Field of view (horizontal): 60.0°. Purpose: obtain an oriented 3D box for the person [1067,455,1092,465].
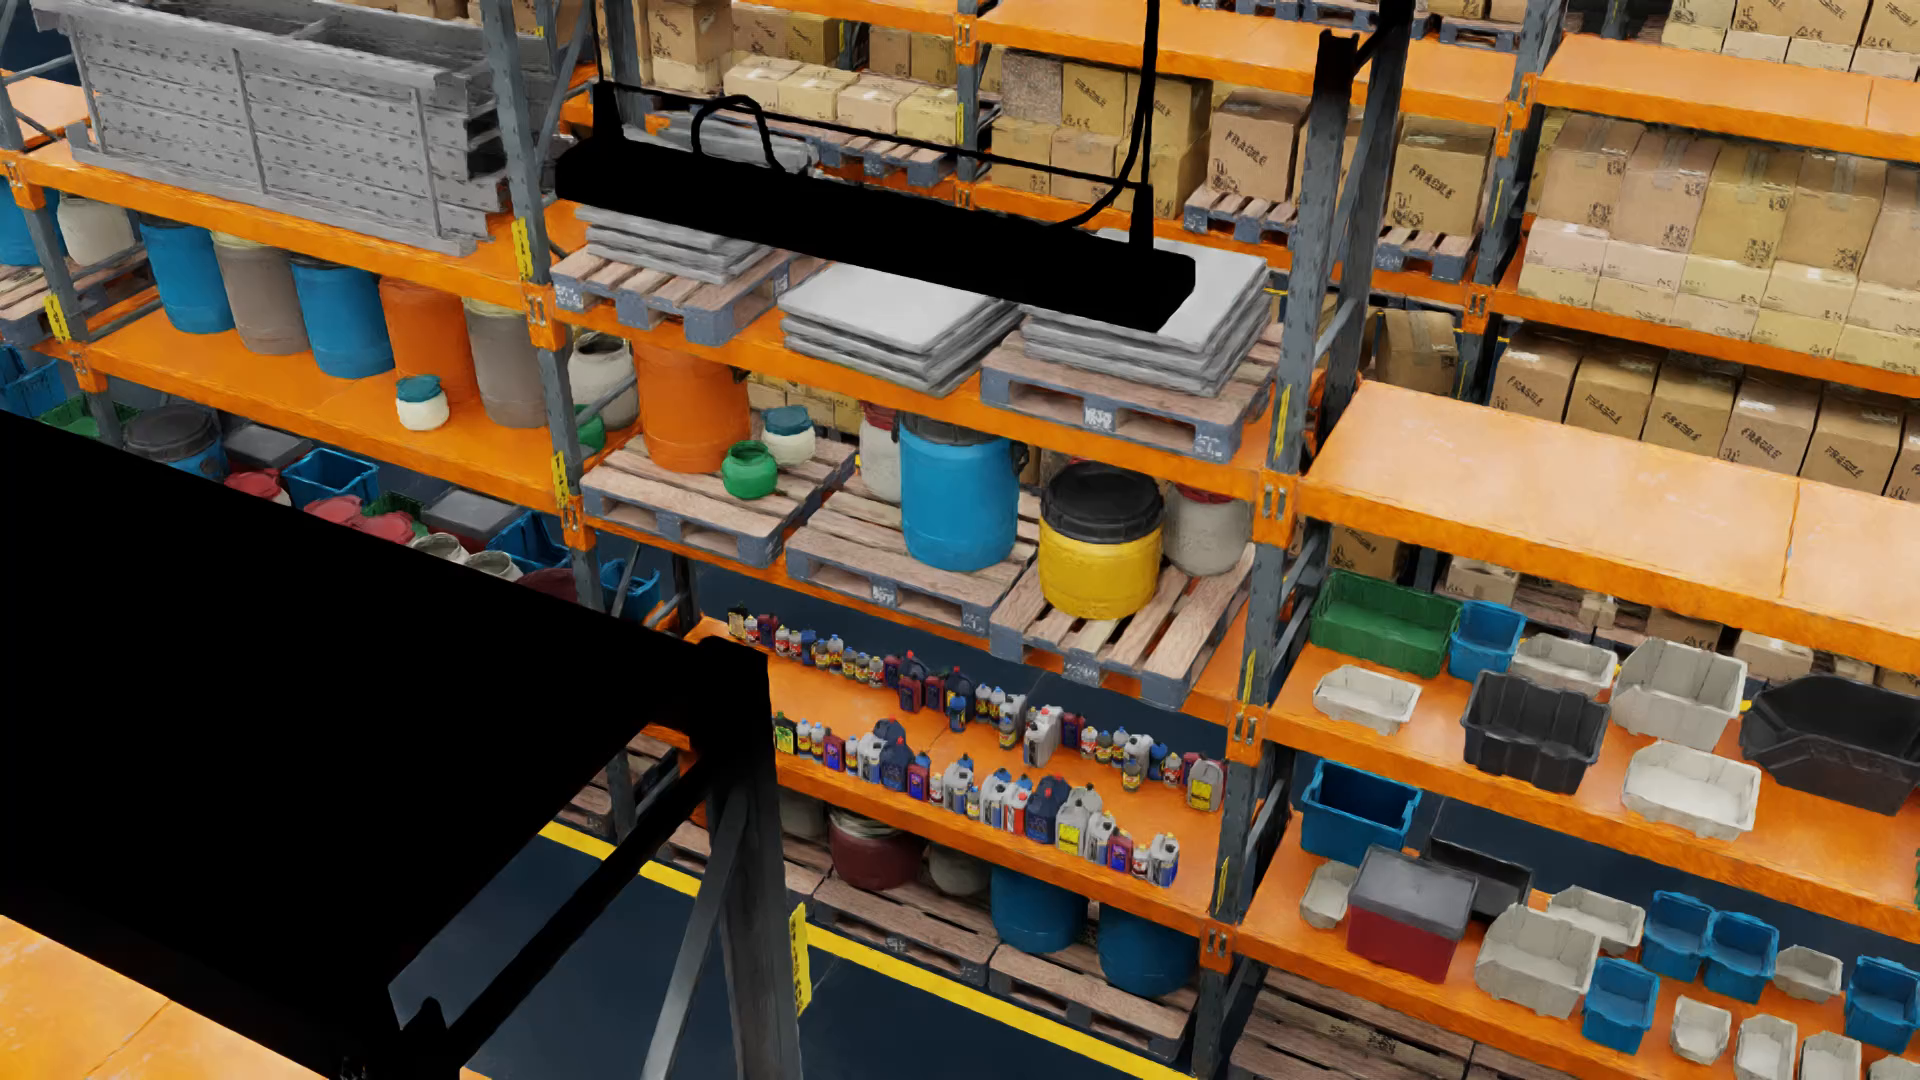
[{"bbox_3d":[0.967,-0.216,12.718,1.040,1.669,0.556,16,38,21],"label":"person"}]
